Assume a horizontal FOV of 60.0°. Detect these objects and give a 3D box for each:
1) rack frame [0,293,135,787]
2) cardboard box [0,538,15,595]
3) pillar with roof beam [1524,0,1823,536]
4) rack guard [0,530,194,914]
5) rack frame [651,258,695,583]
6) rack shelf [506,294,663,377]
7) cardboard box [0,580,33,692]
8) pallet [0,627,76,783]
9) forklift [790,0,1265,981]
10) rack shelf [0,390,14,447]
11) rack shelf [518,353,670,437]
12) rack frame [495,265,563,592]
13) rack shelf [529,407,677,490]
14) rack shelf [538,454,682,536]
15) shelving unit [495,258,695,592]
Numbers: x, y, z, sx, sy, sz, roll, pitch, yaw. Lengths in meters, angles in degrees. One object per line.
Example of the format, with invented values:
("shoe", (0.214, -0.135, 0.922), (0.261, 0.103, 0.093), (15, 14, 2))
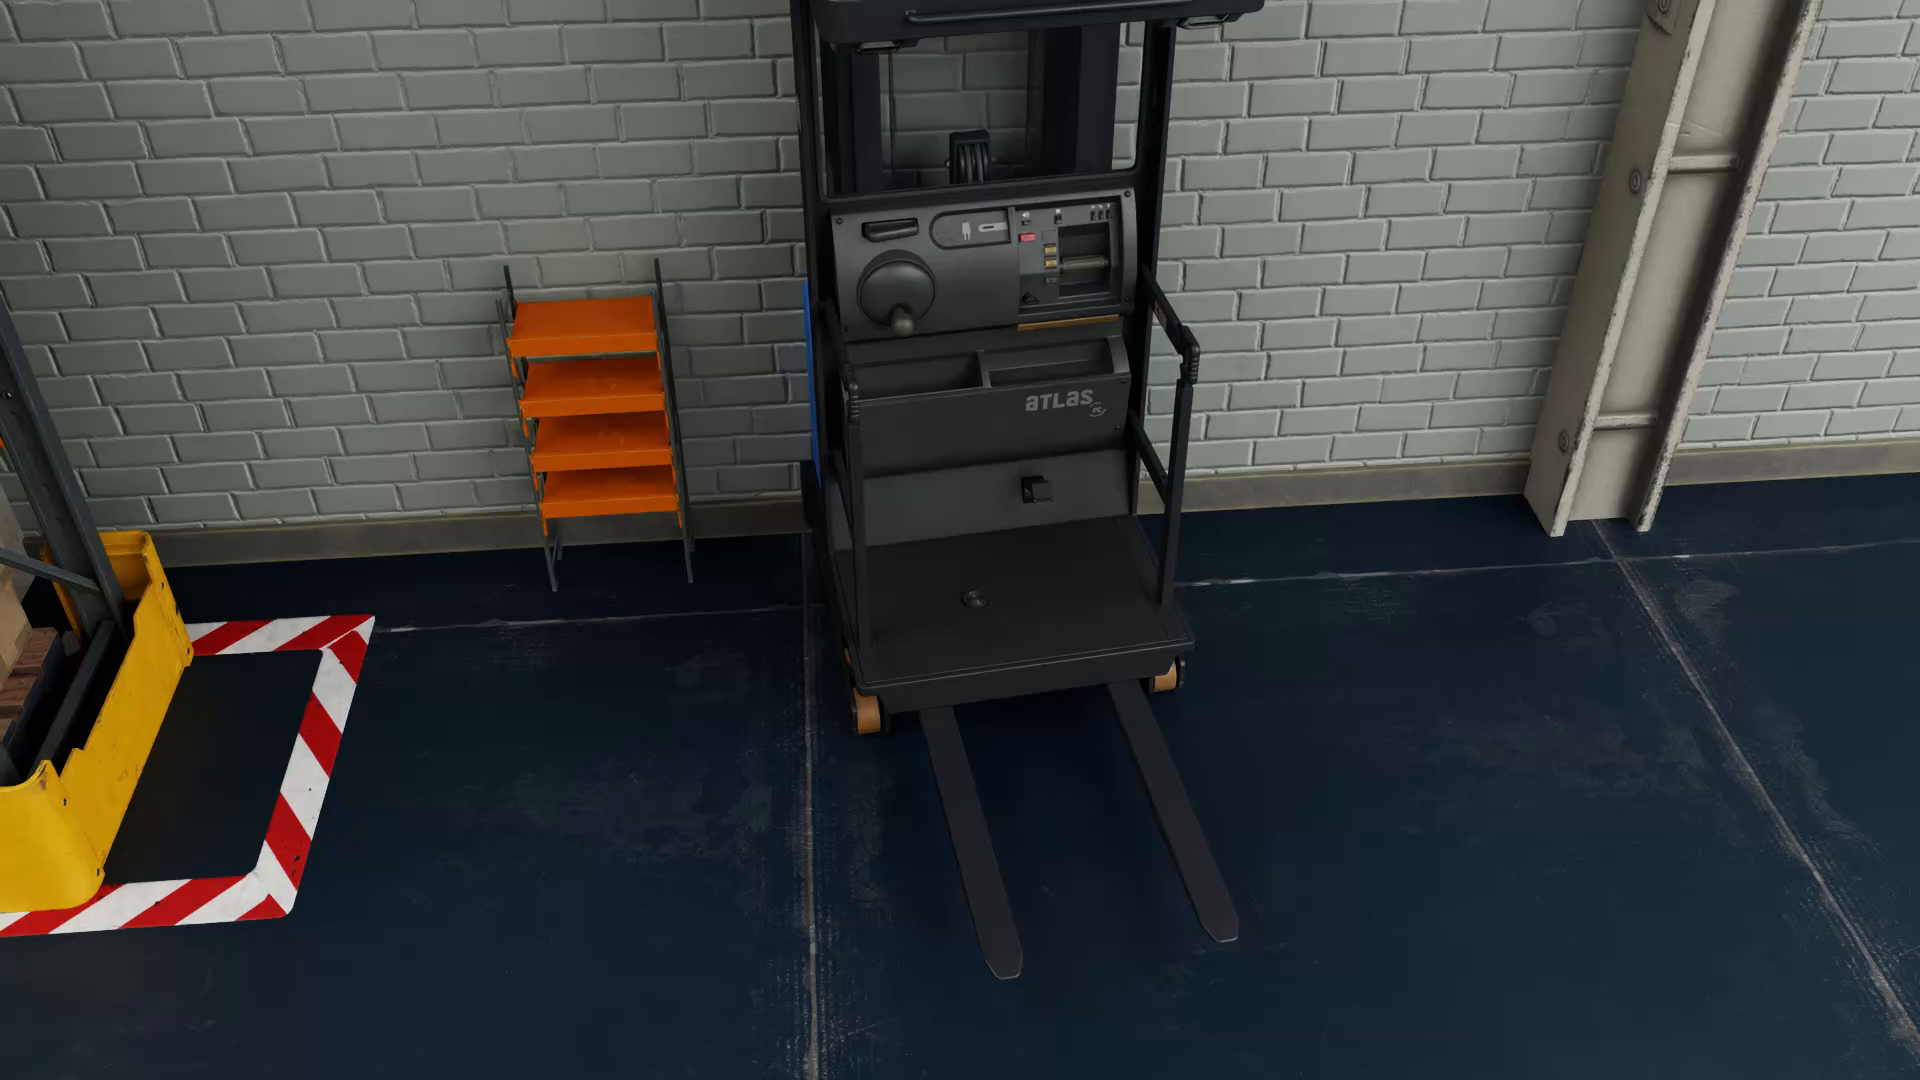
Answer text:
("rack frame", (-2.798, -0.450, 4.399), (0.127, 3.000, 1.000), (-3, 38, -4))
("cardboard box", (-3.285, 0.166, 5.095), (0.500, 0.250, 0.500), (-2, 38, -3))
("pillar with roof beam", (2.786, -0.996, 0.248), (0.400, 9.000, 9.100), (-3, 38, -4))
("rack guard", (-2.774, 0.530, 5.175), (0.348, 0.500, 1.175), (-3, 38, -4))
("rack frame", (-0.991, -0.388, 5.773), (0.015, 1.200, 0.240), (-4, 38, -5))
("rack shelf", (-1.234, -0.681, 5.510), (0.480, 0.148, 0.258), (-4, 38, -5))
("cardboard box", (-3.305, 0.371, 5.239), (0.500, 0.250, 0.500), (-3, 38, -4))
("pallet", (-3.556, 0.713, 5.176), (1.213, 0.211, 1.003), (-3, 38, -4))
("forklift", (0.125, -0.769, 4.858), (1.130, 2.935, 3.031), (-7, 39, -9))
("rack shelf", (-4.791, -0.058, 4.482), (4.000, 0.370, 1.077), (-3, 38, -4))
("rack shelf", (-1.234, -0.495, 5.656), (0.480, 0.148, 0.258), (-4, 38, -5))
("rack frame", (-1.477, -0.357, 5.734), (0.015, 1.200, 0.240), (-4, 38, -5))
("rack shelf", (-1.234, -0.320, 5.795), (0.480, 0.148, 0.258), (-4, 38, -5))
("rack shelf", (-1.234, -0.164, 5.918), (0.480, 0.148, 0.258), (-4, 38, -5))
("shelving unit", (-1.234, -0.372, 5.753), (0.503, 1.200, 0.258), (-4, 38, -5))
